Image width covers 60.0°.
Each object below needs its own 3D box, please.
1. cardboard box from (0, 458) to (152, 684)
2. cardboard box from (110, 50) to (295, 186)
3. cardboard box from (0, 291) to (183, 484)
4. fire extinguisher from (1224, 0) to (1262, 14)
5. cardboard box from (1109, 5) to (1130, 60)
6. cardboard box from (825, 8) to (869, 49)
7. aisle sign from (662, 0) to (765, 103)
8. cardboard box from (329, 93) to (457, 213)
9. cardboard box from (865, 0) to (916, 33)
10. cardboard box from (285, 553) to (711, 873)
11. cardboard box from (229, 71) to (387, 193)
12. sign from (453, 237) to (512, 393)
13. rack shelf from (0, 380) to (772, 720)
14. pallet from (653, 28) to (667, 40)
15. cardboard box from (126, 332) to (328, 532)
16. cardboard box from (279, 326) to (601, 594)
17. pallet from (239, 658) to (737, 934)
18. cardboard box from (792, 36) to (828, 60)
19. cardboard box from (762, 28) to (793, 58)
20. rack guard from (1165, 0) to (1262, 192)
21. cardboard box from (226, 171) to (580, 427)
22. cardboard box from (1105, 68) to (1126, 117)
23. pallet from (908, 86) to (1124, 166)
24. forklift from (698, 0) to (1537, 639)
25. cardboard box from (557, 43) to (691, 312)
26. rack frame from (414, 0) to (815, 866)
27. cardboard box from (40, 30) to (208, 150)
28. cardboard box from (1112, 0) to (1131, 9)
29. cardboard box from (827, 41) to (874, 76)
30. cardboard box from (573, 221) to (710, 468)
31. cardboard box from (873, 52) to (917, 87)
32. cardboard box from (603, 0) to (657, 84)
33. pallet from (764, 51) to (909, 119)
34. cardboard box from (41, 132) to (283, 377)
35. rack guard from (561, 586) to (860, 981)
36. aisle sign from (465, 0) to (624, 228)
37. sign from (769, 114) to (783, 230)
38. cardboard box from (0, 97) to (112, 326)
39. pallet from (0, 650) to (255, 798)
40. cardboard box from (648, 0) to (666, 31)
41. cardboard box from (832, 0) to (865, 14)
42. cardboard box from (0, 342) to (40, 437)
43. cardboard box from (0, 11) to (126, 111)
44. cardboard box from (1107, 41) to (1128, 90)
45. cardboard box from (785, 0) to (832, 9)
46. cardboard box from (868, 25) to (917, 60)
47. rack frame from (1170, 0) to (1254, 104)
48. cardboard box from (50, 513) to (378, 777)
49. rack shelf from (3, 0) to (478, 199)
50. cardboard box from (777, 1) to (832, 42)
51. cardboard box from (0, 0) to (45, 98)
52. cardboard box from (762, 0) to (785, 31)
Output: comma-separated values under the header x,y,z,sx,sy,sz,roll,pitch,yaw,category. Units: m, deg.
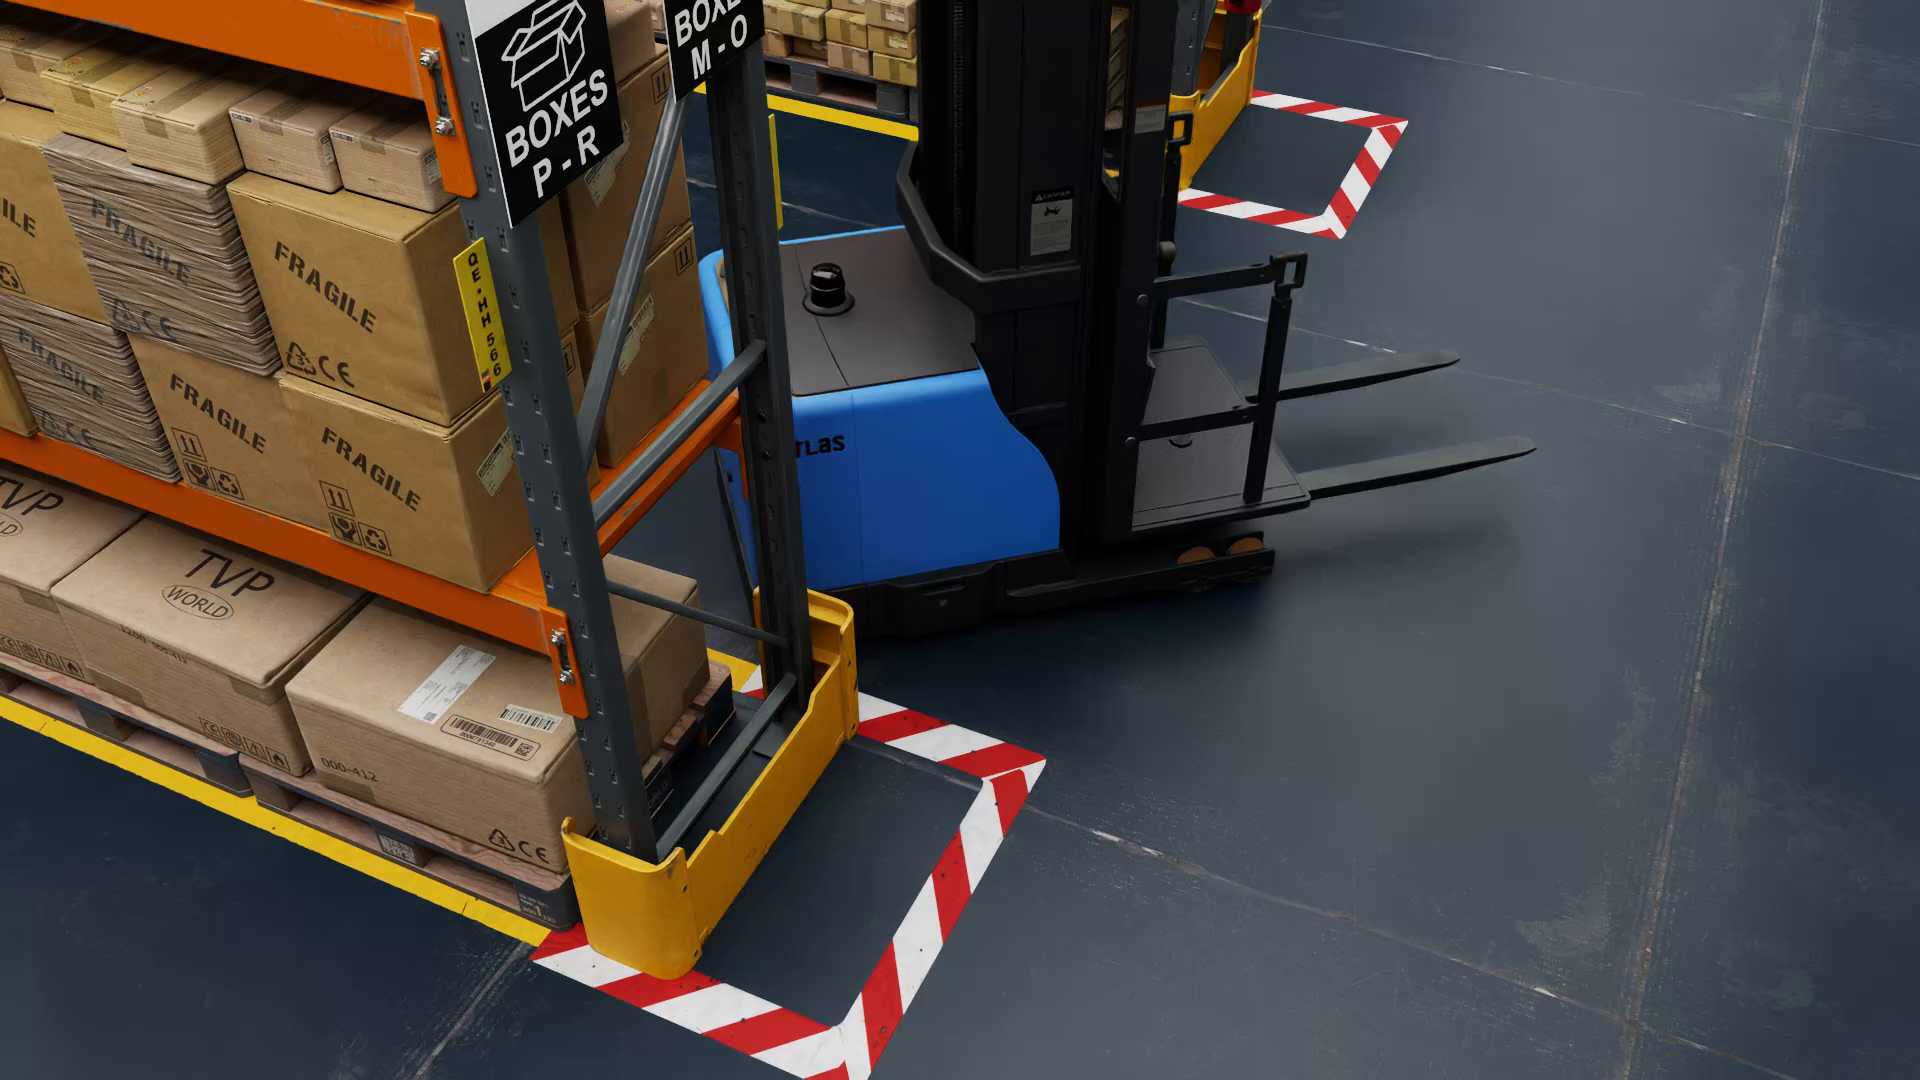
x,y,z,sx,sy,sz,roll,pitch,yaw,category
-3.027,-0.065,5.671,0.875,0.438,0.875,16,43,17,cardboard box
-1.657,-0.971,3.745,0.250,0.149,0.380,17,44,18,cardboard box
-2.205,-0.551,4.519,0.500,0.500,0.500,18,44,20,cardboard box
1.297,-2.704,7.424,0.183,0.674,0.296,17,44,19,fire extinguisher
0.677,-2.521,8.270,0.250,0.149,0.380,17,44,19,cardboard box
-0.506,-2.749,8.761,0.250,0.149,0.380,19,44,21,cardboard box
-0.550,-1.387,3.575,0.004,0.787,0.394,17,44,19,aisle sign
-1.147,-0.893,3.656,0.250,0.149,0.380,18,44,19,cardboard box
-0.290,-2.771,8.559,0.250,0.149,0.380,19,44,20,cardboard box
-1.378,0.434,5.095,0.875,0.438,0.875,16,43,17,cardboard box
-1.388,-0.949,3.720,0.250,0.149,0.380,18,44,19,cardboard box
-0.980,-0.461,3.427,0.005,0.325,0.100,17,44,19,sign
-2.550,-0.534,5.125,4.000,0.370,1.077,17,44,19,rack shelf
-1.738,-3.107,9.674,1.213,0.211,1.003,17,44,19,pallet
-1.735,-0.414,4.361,0.500,0.500,0.500,16,43,18,cardboard box
-1.287,-0.266,4.191,0.500,0.500,0.500,17,44,19,cardboard box
-1.495,0.627,5.366,1.213,0.211,1.003,17,44,19,pallet
-0.704,-2.753,8.992,0.250,0.149,0.380,18,44,20,cardboard box
-0.974,-2.781,9.024,0.250,0.149,0.380,16,43,17,cardboard box
1.195,-2.295,8.516,0.348,0.500,1.175,17,44,19,rack guard
-1.275,-0.660,3.881,0.500,0.500,0.500,18,44,20,cardboard box
0.699,-2.322,8.494,0.250,0.149,0.380,18,44,19,cardboard box
0.474,-2.432,8.894,1.213,0.211,1.003,17,44,19,pallet
0.646,-1.243,5.447,3.031,2.935,1.130,-10,42,-11,forklift
-1.052,-0.970,4.239,0.500,0.500,0.500,16,43,18,cardboard box
-0.738,-0.252,4.251,0.127,3.000,1.000,17,44,19,rack frame
-1.868,-1.065,3.854,0.250,0.149,0.380,18,44,20,cardboard box
0.933,-2.871,8.674,0.250,0.149,0.380,15,43,17,cardboard box
-0.506,-2.639,8.860,0.250,0.149,0.380,18,44,19,cardboard box
-1.051,-0.593,4.568,0.500,0.500,0.500,17,44,18,cardboard box
-0.267,-2.551,8.759,0.250,0.149,0.380,15,43,17,cardboard box
-0.942,-1.175,3.981,0.250,0.149,0.380,18,44,20,cardboard box
-0.628,-2.770,9.285,1.213,0.211,1.003,17,44,19,pallet
-1.761,-0.787,4.028,0.500,0.500,0.500,17,44,19,cardboard box
-0.716,0.699,5.062,0.348,0.500,1.175,17,44,19,rack guard
-0.803,-1.031,3.164,0.004,0.787,0.394,17,44,19,aisle sign
-0.497,-0.937,4.319,0.005,0.325,0.100,17,44,19,sign
-2.208,-0.926,4.189,0.500,0.500,0.500,17,44,18,cardboard box
-2.597,0.288,5.757,1.213,0.211,1.003,17,44,19,pallet
-1.679,-3.004,9.282,0.250,0.149,0.380,17,44,18,cardboard box
-0.482,-2.910,8.719,0.250,0.149,0.380,16,43,17,cardboard box
-2.679,-0.686,4.675,0.500,0.500,0.500,18,44,20,cardboard box
-2.075,-1.180,3.986,0.250,0.149,0.380,17,44,18,cardboard box
0.665,-2.389,8.345,0.250,0.149,0.380,16,43,18,cardboard box
-0.731,-2.966,8.783,0.250,0.149,0.380,17,44,19,cardboard box
-0.282,-2.667,8.666,0.250,0.149,0.380,18,44,19,cardboard box
1.264,-3.218,7.673,0.127,3.000,1.000,17,44,19,rack frame
-2.211,0.185,5.381,0.875,0.438,0.875,18,44,20,cardboard box
-2.550,-1.668,4.143,4.000,0.370,1.077,17,44,19,rack shelf
-0.767,-2.809,8.830,0.250,0.149,0.380,17,44,19,cardboard box
-2.327,-1.214,4.026,0.250,0.149,0.380,18,44,20,cardboard box
-0.980,-2.892,8.926,0.250,0.149,0.380,17,44,18,cardboard box
